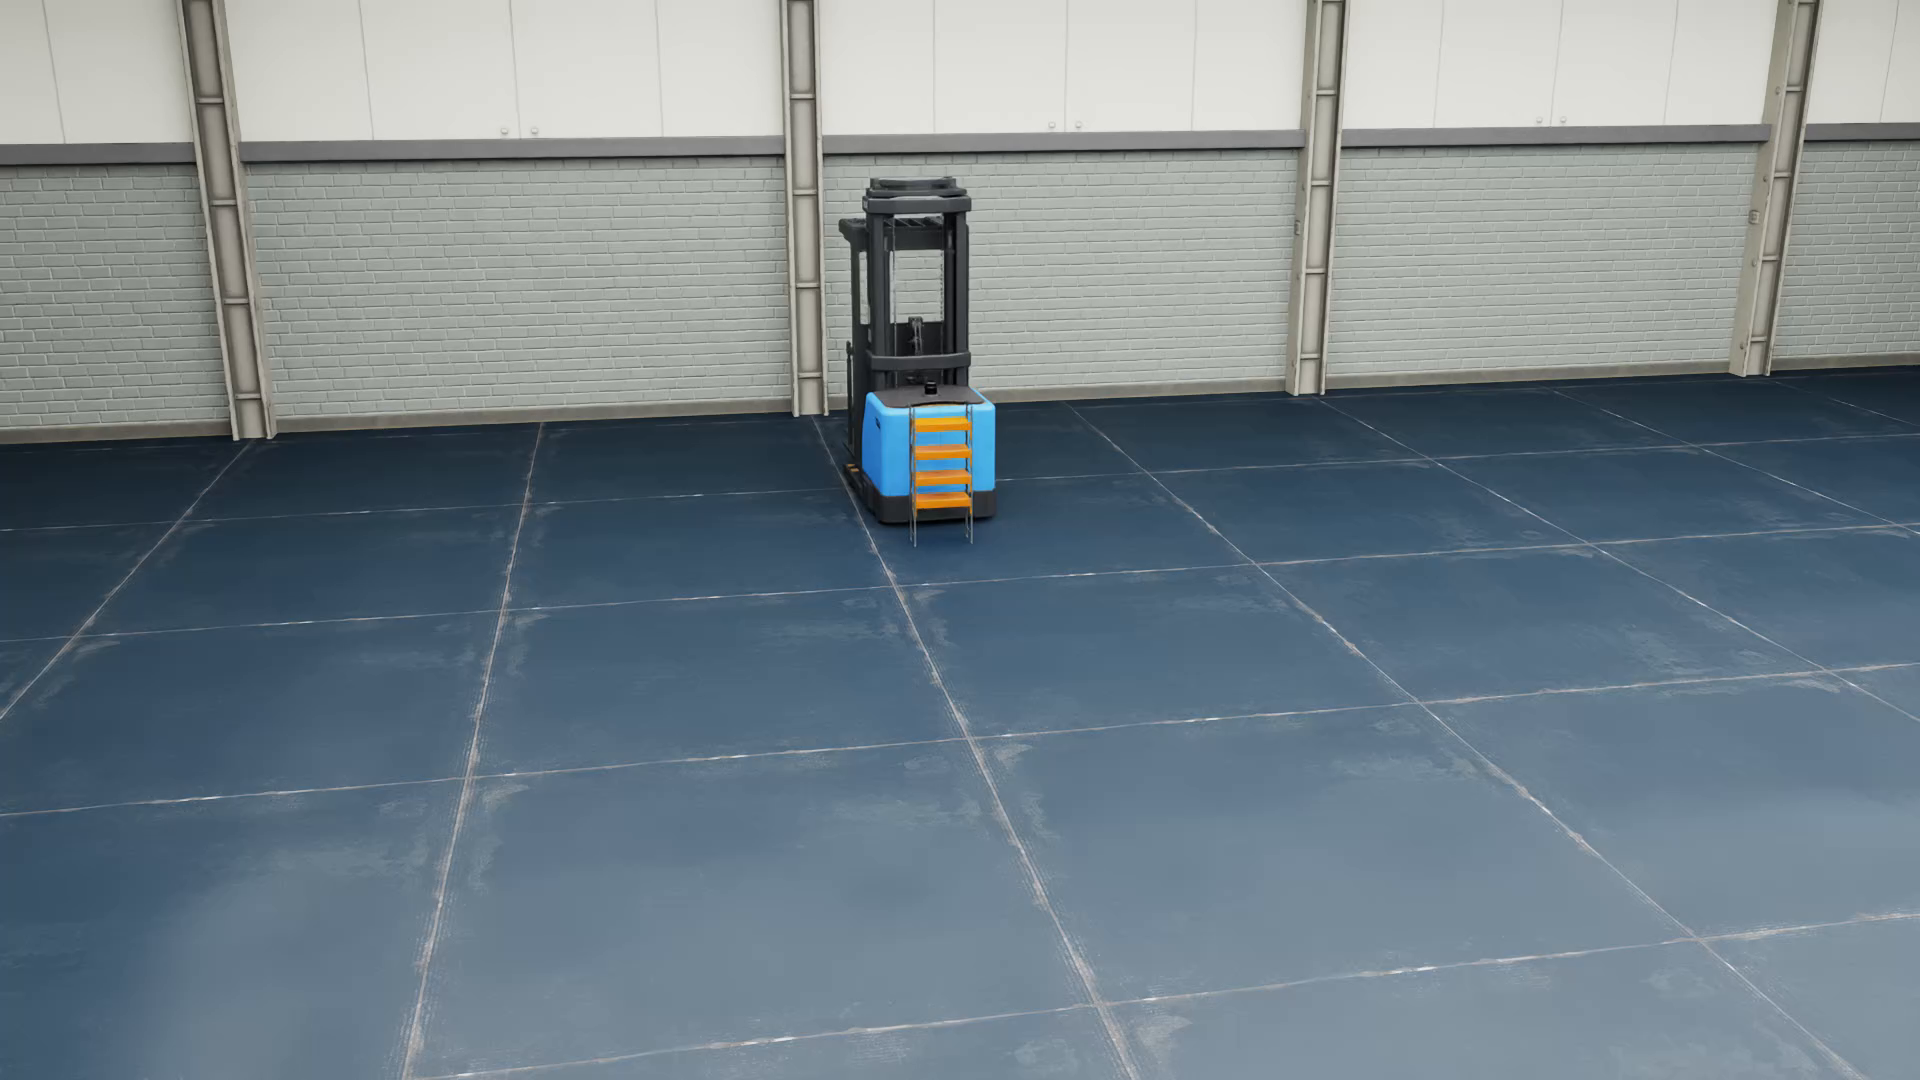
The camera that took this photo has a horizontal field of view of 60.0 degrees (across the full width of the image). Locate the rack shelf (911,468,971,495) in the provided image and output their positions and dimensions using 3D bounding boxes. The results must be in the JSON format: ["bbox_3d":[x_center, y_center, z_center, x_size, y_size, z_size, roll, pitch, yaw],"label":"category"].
[{"bbox_3d":[-0.163,-0.500,14.125,0.480,0.148,0.258,-3,17,-10],"label":"rack shelf"}]

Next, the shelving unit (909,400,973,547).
[{"bbox_3d":[-0.163,-0.564,14.106,0.503,1.200,0.258,-3,17,-10],"label":"shelving unit"}]

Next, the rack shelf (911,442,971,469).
[{"bbox_3d":[-0.163,-0.714,14.060,0.480,0.148,0.258,-3,17,-10],"label":"rack shelf"}]

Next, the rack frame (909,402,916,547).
[{"bbox_3d":[-0.402,-0.551,14.061,0.015,1.200,0.240,-3,17,-10],"label":"rack frame"}]

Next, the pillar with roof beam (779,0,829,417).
[{"bbox_3d":[-0.902,-4.516,13.687,0.400,9.000,9.100,-3,17,-10],"label":"pillar with roof beam"}]

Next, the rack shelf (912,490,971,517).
[{"bbox_3d":[-0.163,-0.310,14.184,0.480,0.148,0.258,-3,17,-10],"label":"rack shelf"}]

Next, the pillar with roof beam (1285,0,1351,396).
[{"bbox_3d":[4.989,-4.850,14.776,0.400,9.000,9.100,-3,17,-10],"label":"pillar with roof beam"}]

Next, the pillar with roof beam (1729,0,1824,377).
[{"bbox_3d":[10.880,-5.184,15.864,0.400,9.000,9.100,-3,17,-10],"label":"pillar with roof beam"}]

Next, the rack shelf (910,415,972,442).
[{"bbox_3d":[-0.163,-0.940,13.990,0.480,0.148,0.258,-3,17,-10],"label":"rack shelf"}]

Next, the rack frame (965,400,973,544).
[{"bbox_3d":[0.077,-0.578,14.150,0.015,1.200,0.240,-3,17,-10],"label":"rack frame"}]

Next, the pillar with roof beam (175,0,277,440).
[{"bbox_3d":[-6.793,-4.182,12.599,0.400,9.000,9.100,-3,17,-10],"label":"pillar with roof beam"}]

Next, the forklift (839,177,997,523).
[{"bbox_3d":[-0.515,-1.942,15.644,1.130,2.935,3.031,-4,18,-13],"label":"forklift"}]
